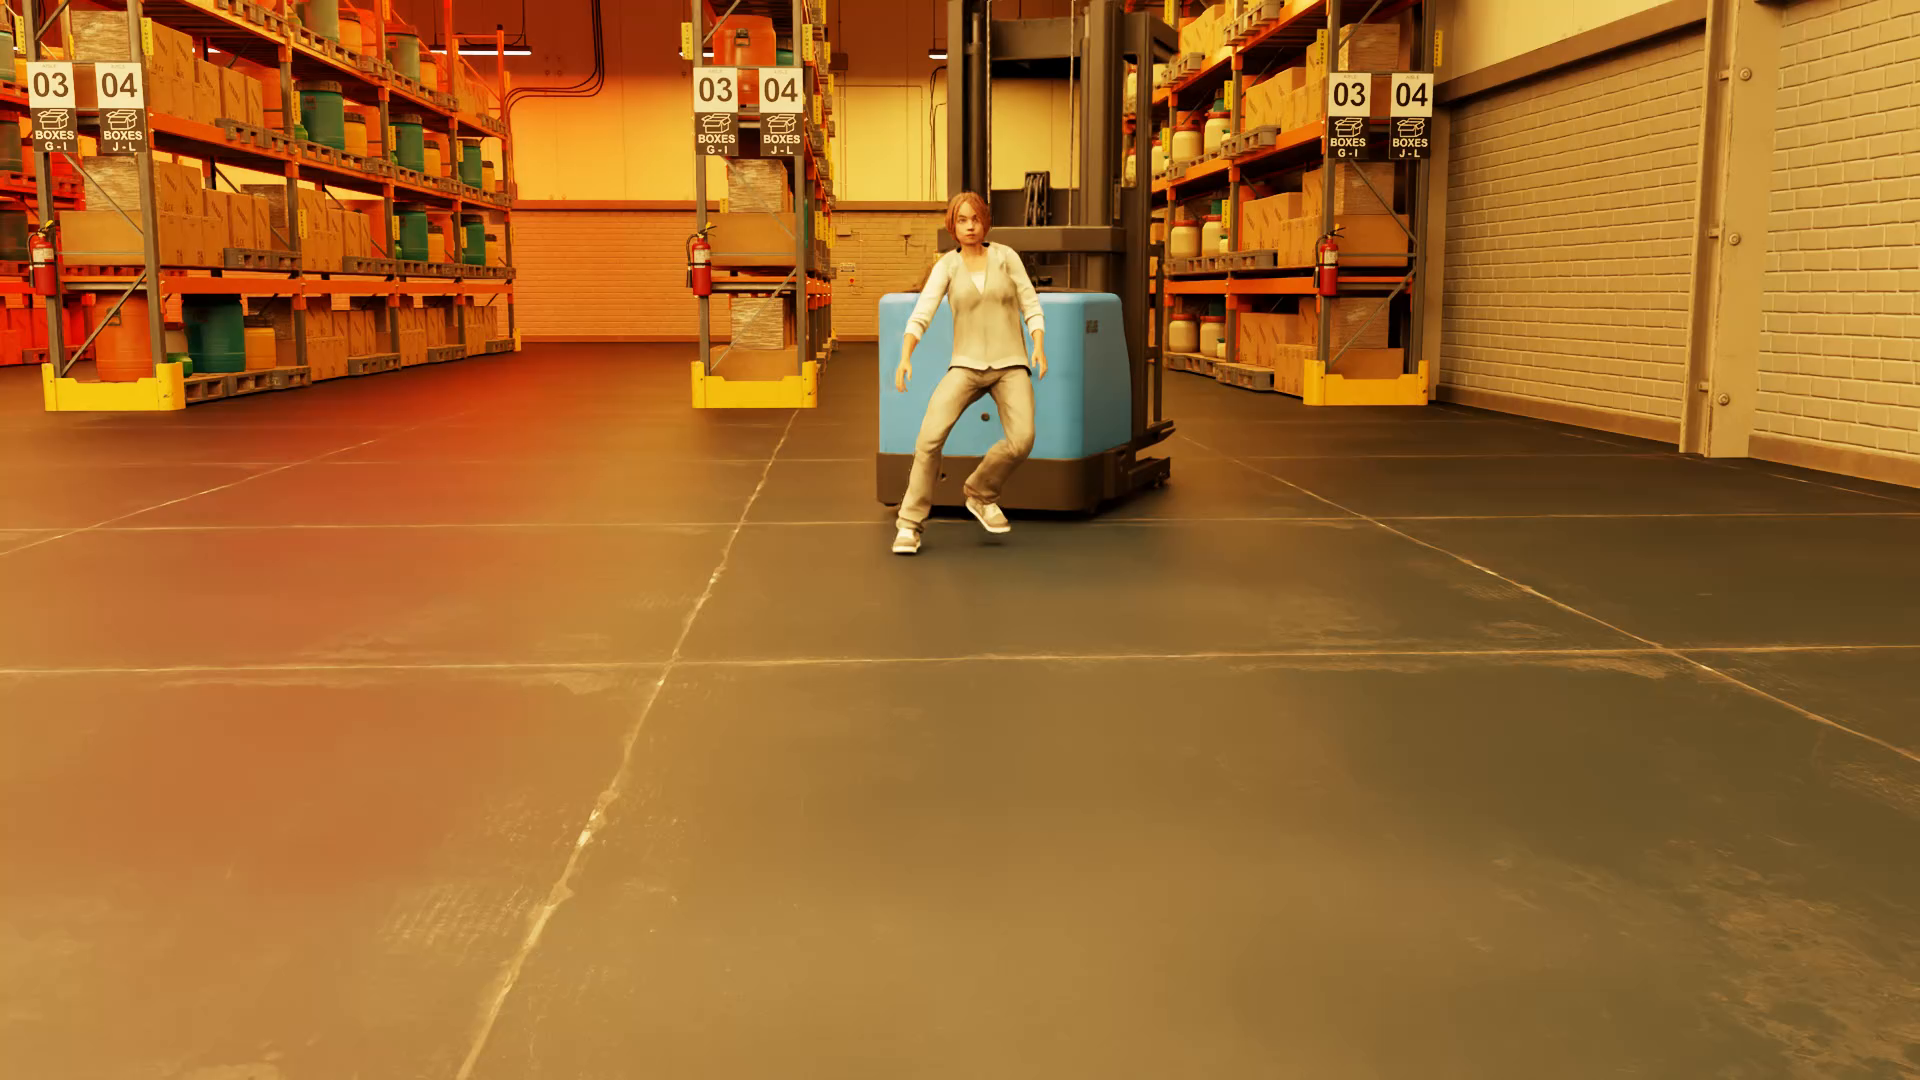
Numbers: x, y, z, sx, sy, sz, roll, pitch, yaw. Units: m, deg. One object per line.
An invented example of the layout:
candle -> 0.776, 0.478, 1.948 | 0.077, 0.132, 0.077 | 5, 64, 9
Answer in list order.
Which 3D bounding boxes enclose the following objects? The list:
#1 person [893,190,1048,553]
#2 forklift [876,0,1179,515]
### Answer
person -> 0.044, -0.711, 6.975 | 0.646, 1.494, 0.527 | 0, 8, 0
forklift -> 0.555, -1.745, 9.082 | 1.130, 2.935, 3.031 | 3, 9, 19
